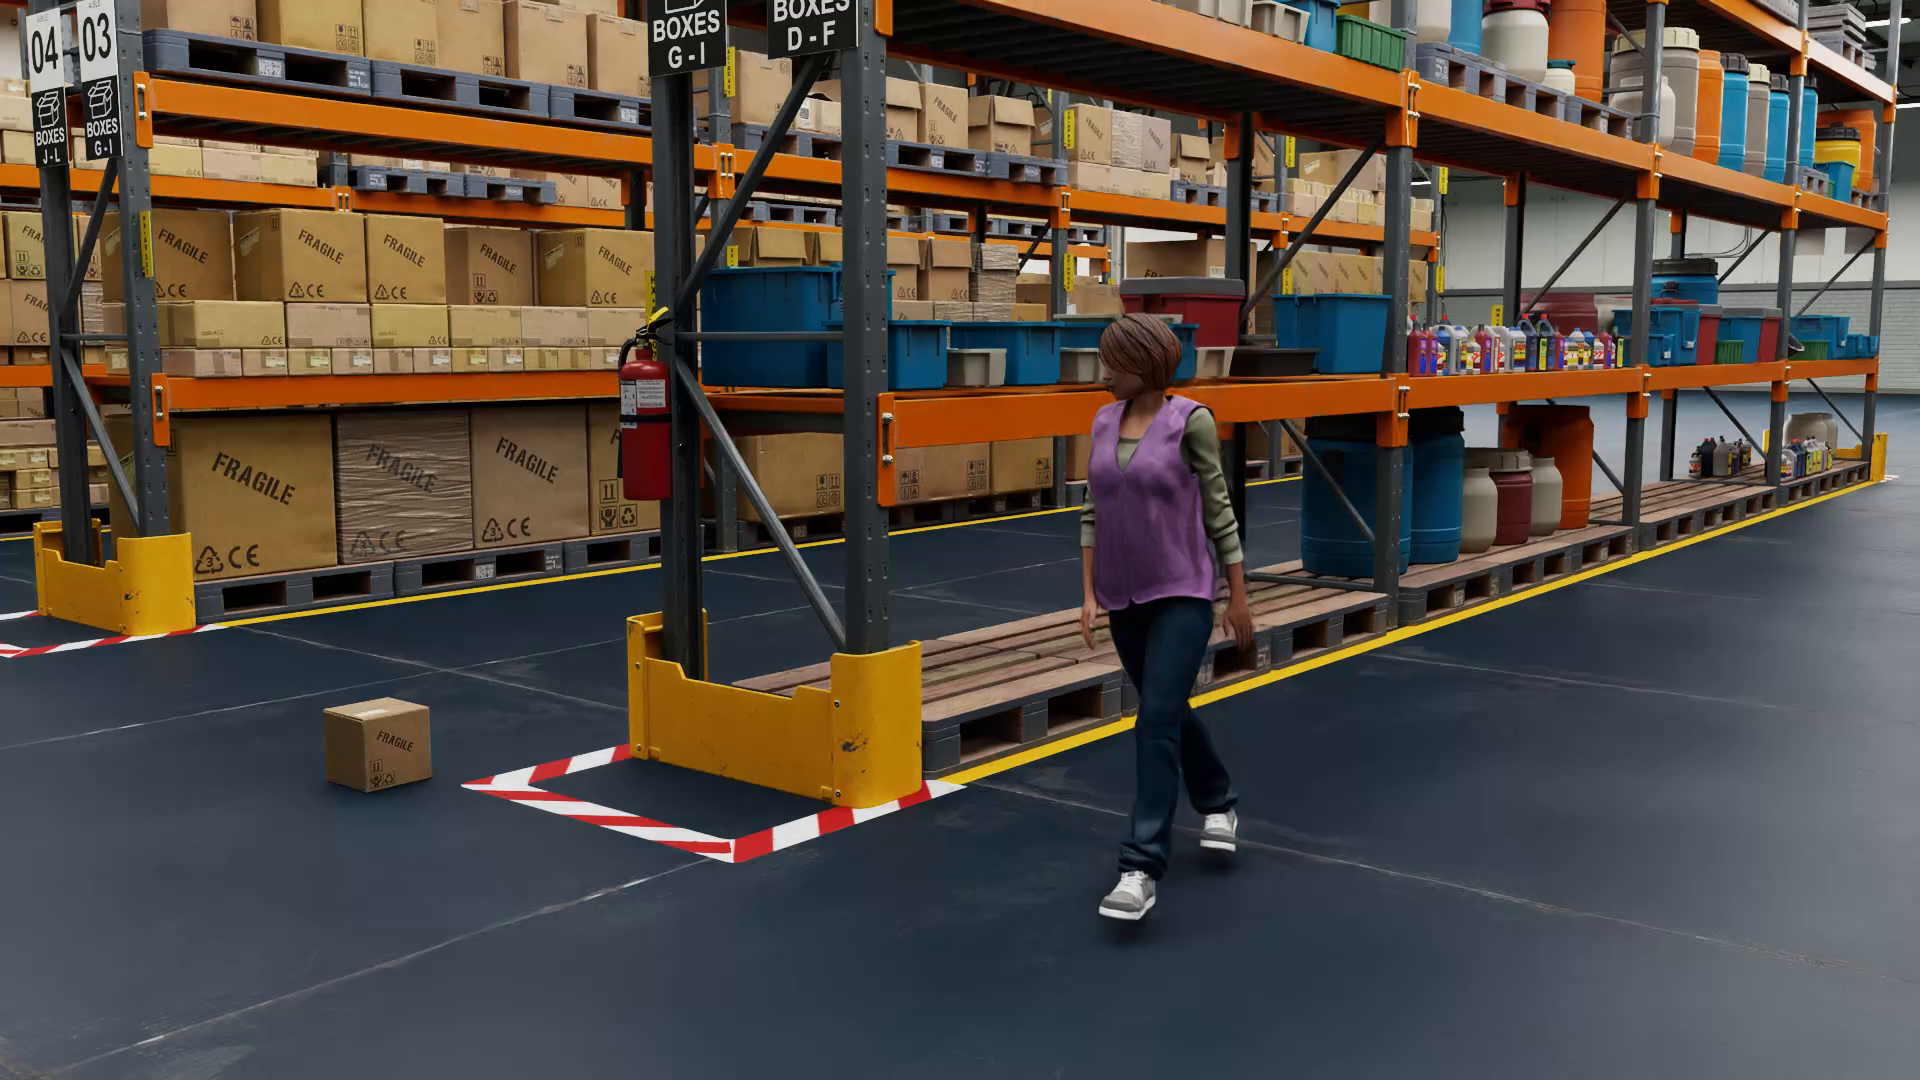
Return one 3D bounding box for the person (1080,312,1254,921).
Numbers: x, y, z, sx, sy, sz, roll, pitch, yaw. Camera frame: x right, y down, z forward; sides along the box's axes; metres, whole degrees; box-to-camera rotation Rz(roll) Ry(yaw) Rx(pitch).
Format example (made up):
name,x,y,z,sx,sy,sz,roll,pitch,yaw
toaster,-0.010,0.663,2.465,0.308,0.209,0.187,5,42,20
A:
name,x,y,z,sx,sy,sz,roll,pitch,yaw
person,0.516,0.155,4.503,0.465,1.530,0.902,6,9,39
